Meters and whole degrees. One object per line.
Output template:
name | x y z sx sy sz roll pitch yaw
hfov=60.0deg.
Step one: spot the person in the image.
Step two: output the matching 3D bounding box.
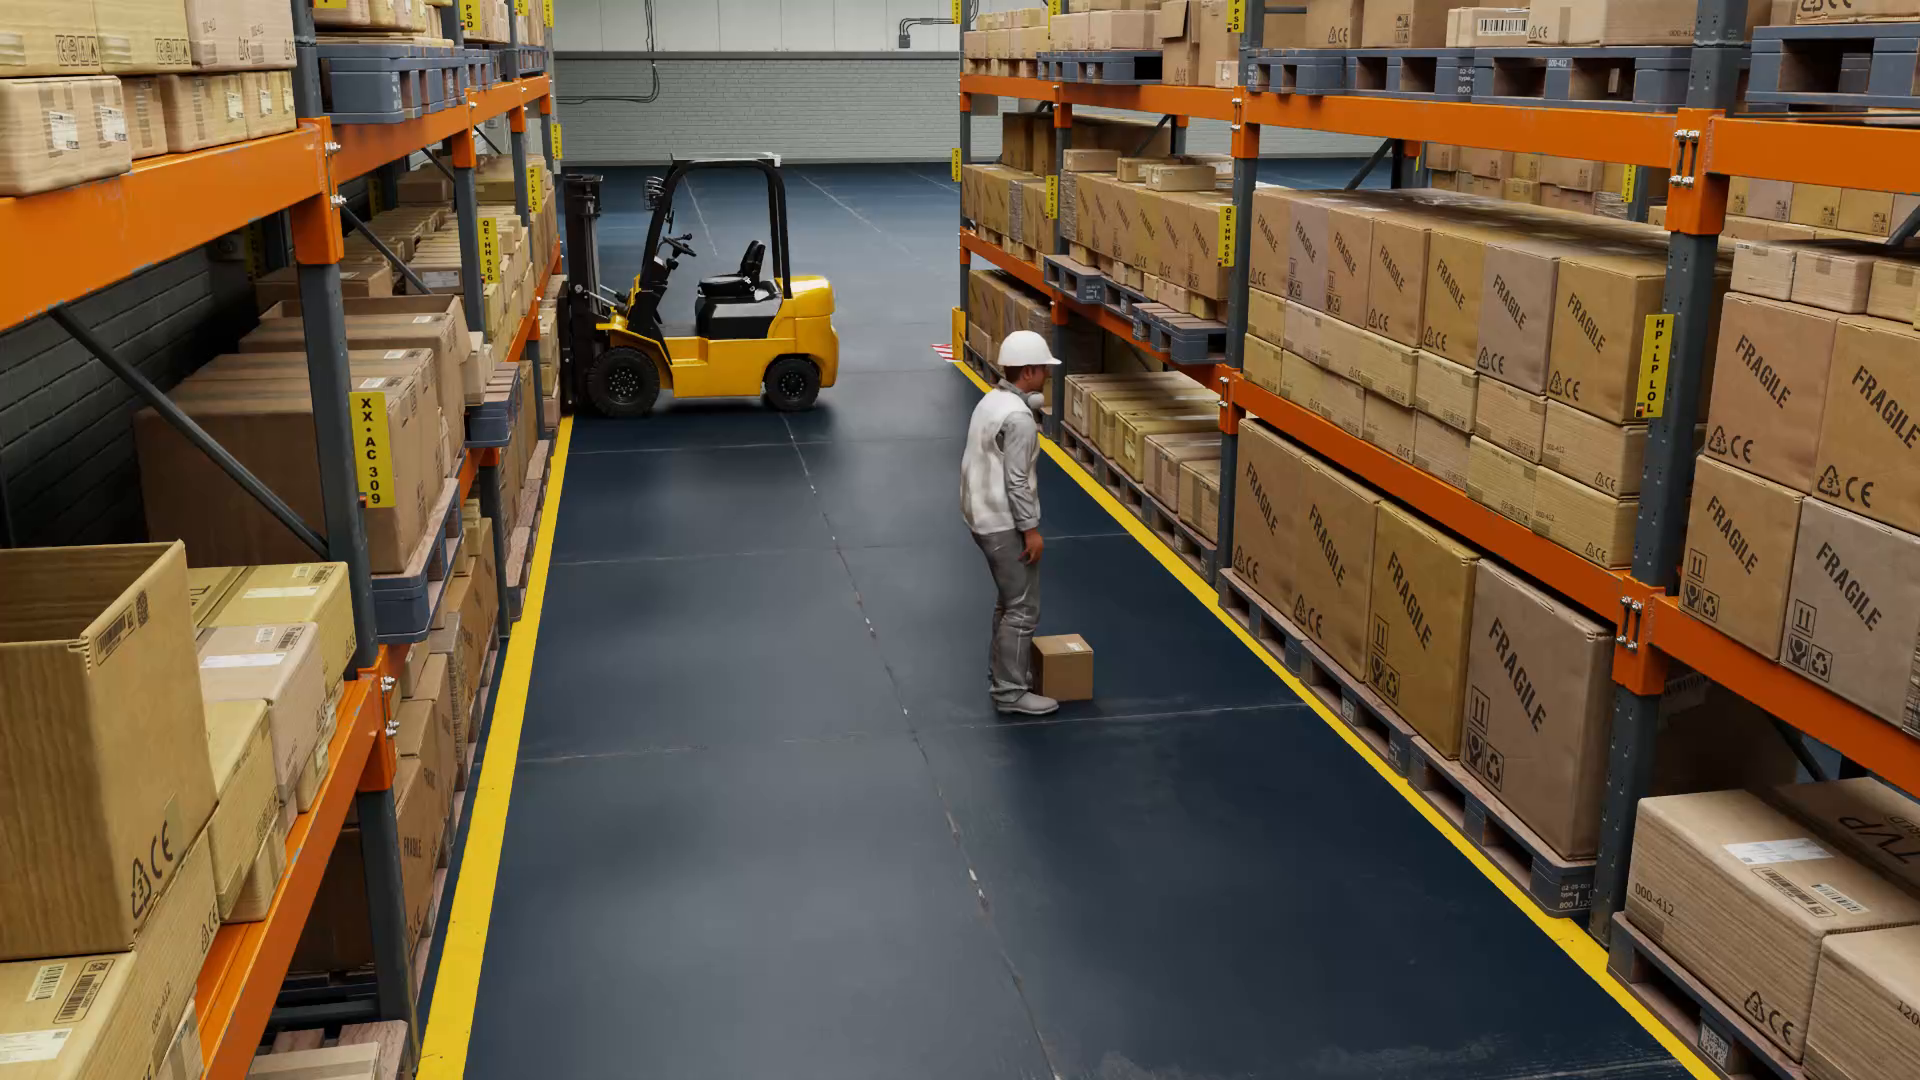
person | 0.242 -0.093 7.808 0.465 1.771 0.588 -3 17 -12
